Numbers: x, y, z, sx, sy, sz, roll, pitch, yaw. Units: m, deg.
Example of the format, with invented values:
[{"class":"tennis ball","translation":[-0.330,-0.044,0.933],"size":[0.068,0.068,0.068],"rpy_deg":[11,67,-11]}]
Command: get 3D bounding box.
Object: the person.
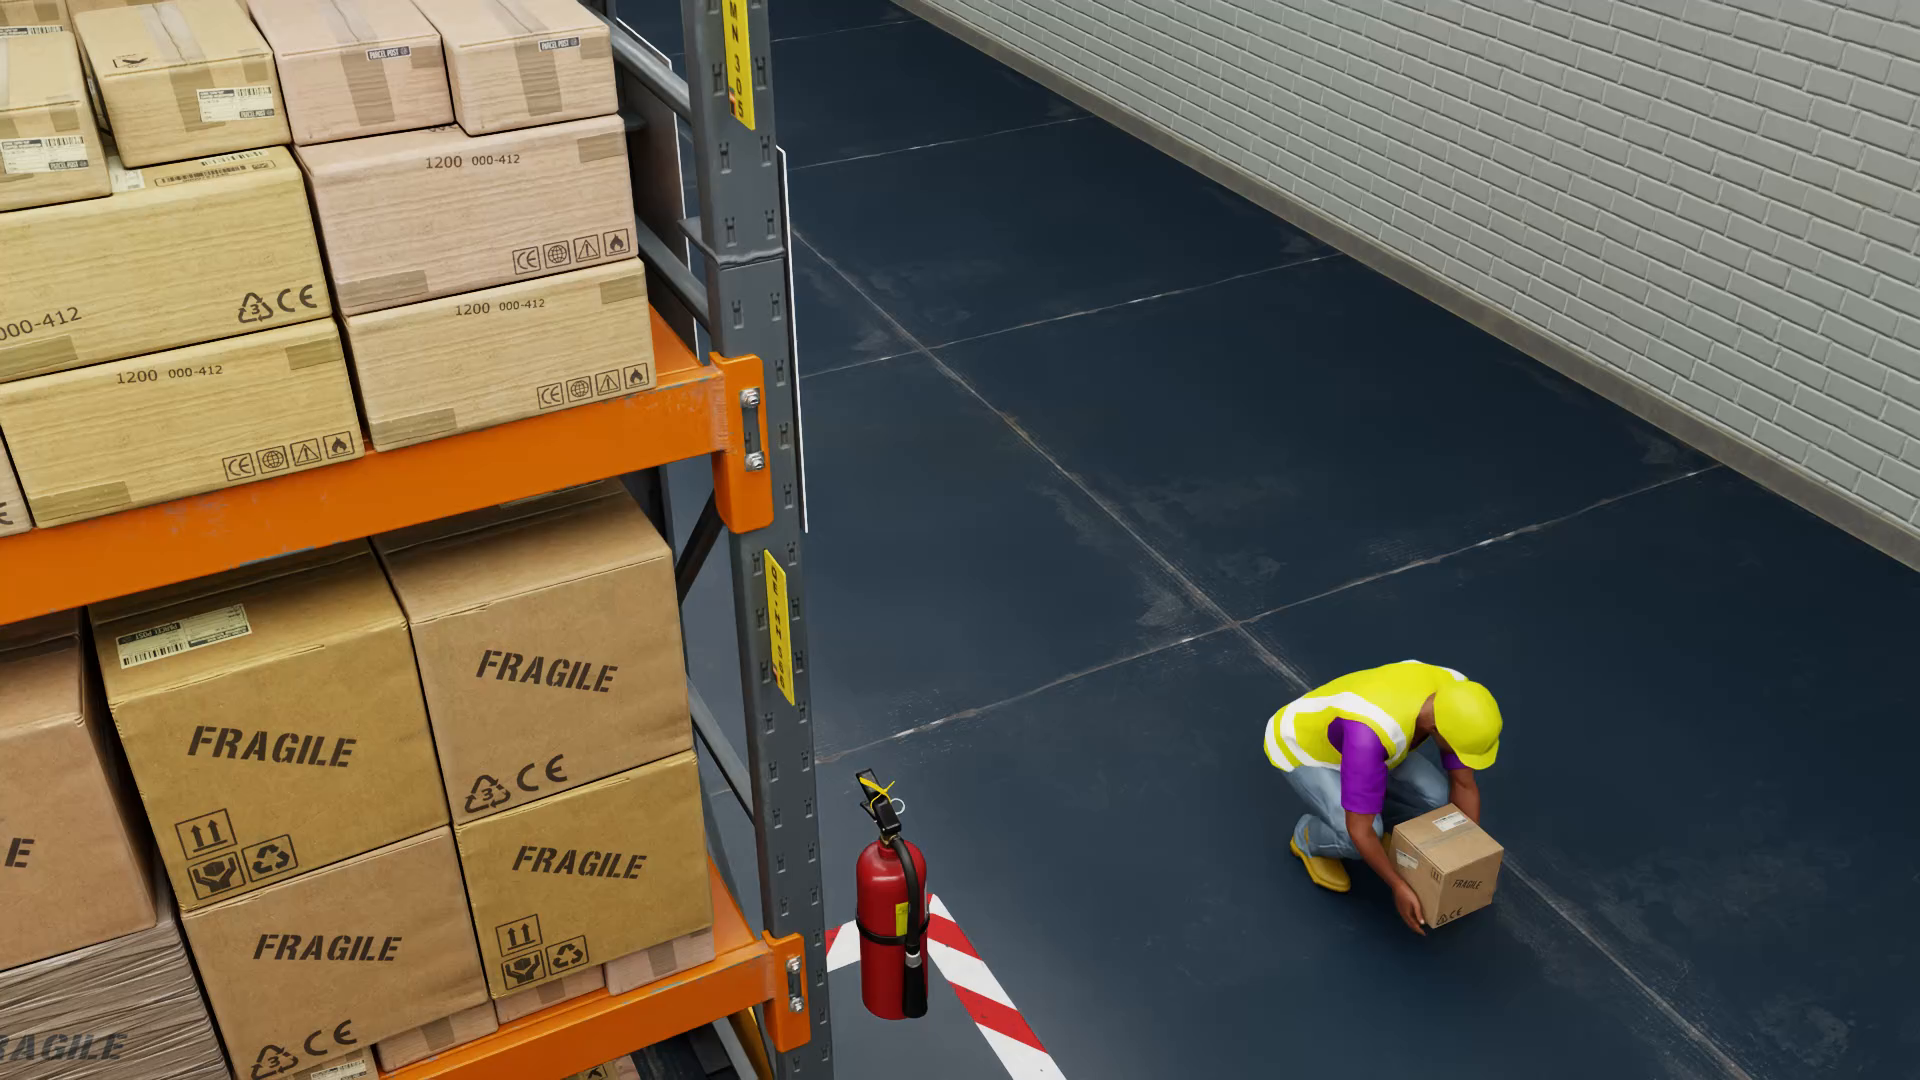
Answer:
[{"class":"person","translation":[1.451,0.768,5.649],"size":[0.584,0.994,0.884],"rpy_deg":[-16,36,-23]}]
